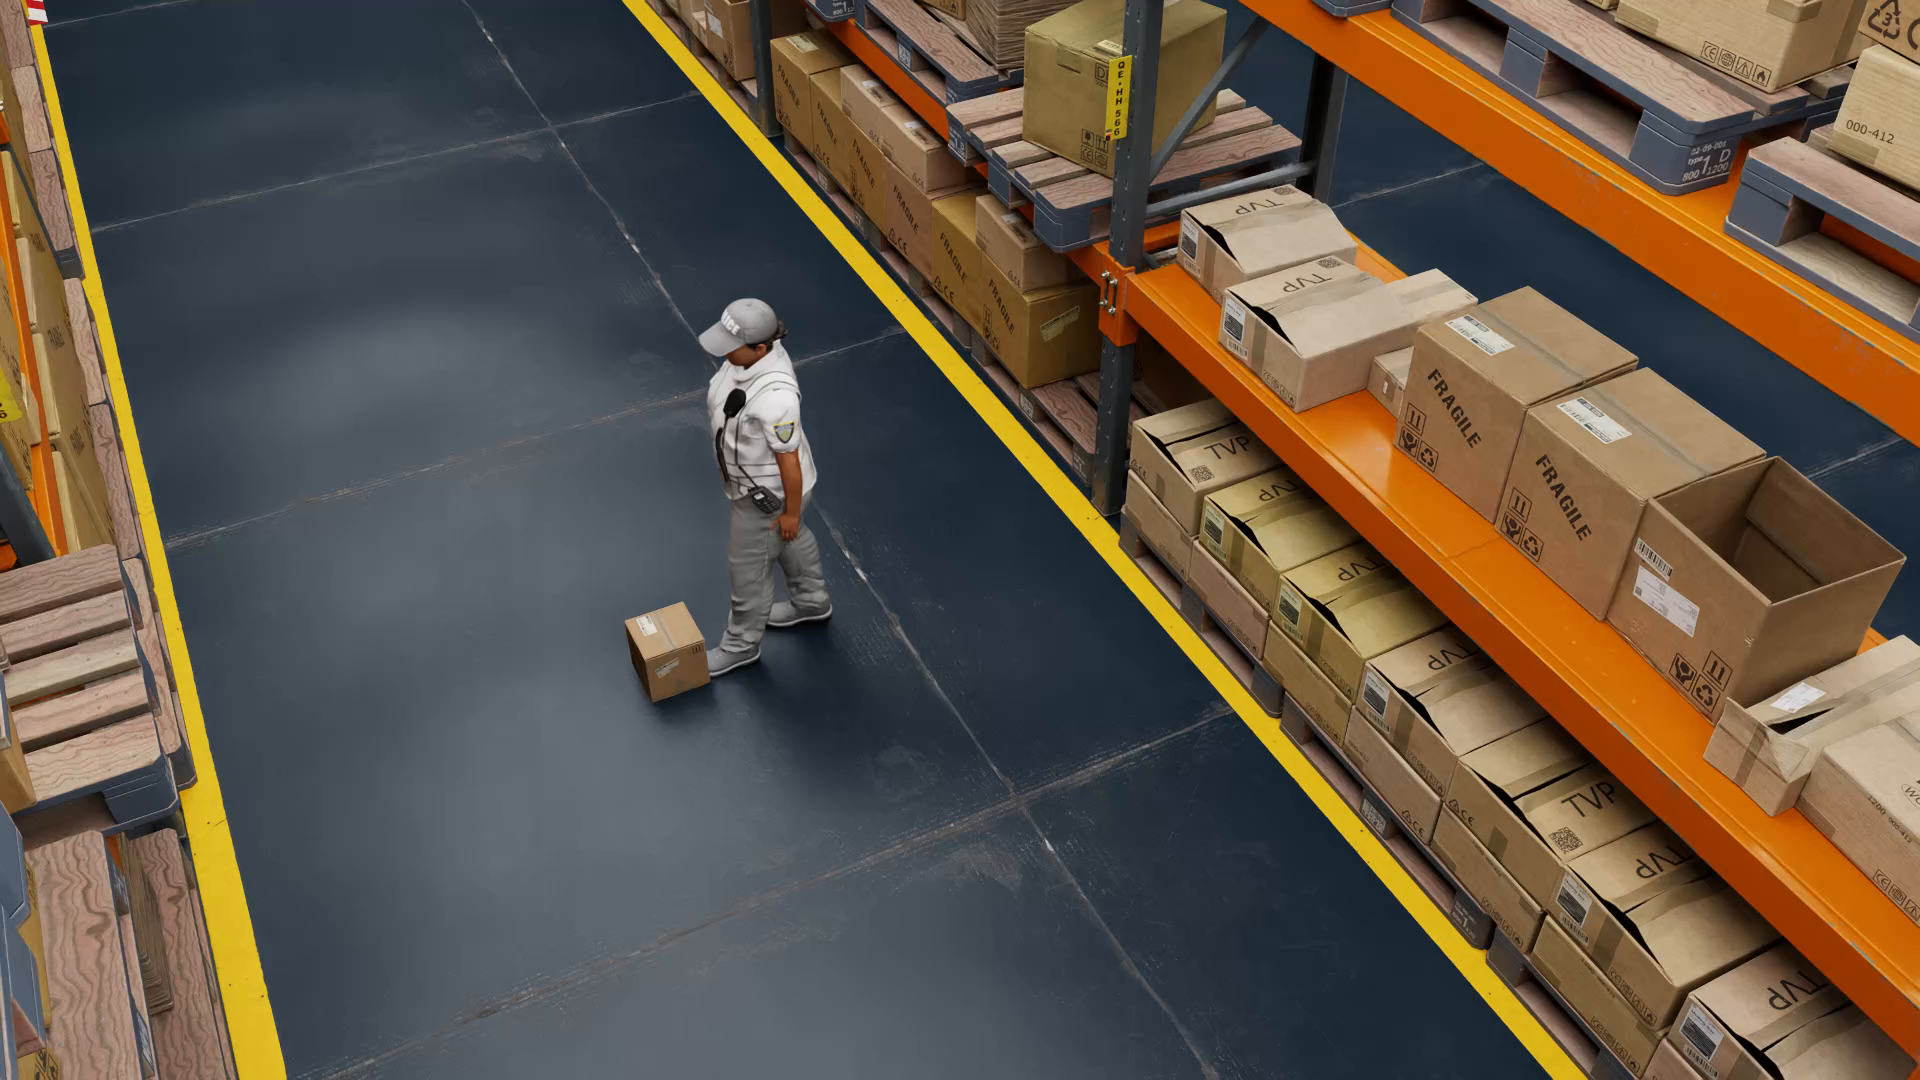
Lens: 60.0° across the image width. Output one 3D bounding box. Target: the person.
[{"bbox_3d":[-0.833,-0.224,6.394,0.628,1.656,0.486,-8,42,-9],"label":"person"}]
